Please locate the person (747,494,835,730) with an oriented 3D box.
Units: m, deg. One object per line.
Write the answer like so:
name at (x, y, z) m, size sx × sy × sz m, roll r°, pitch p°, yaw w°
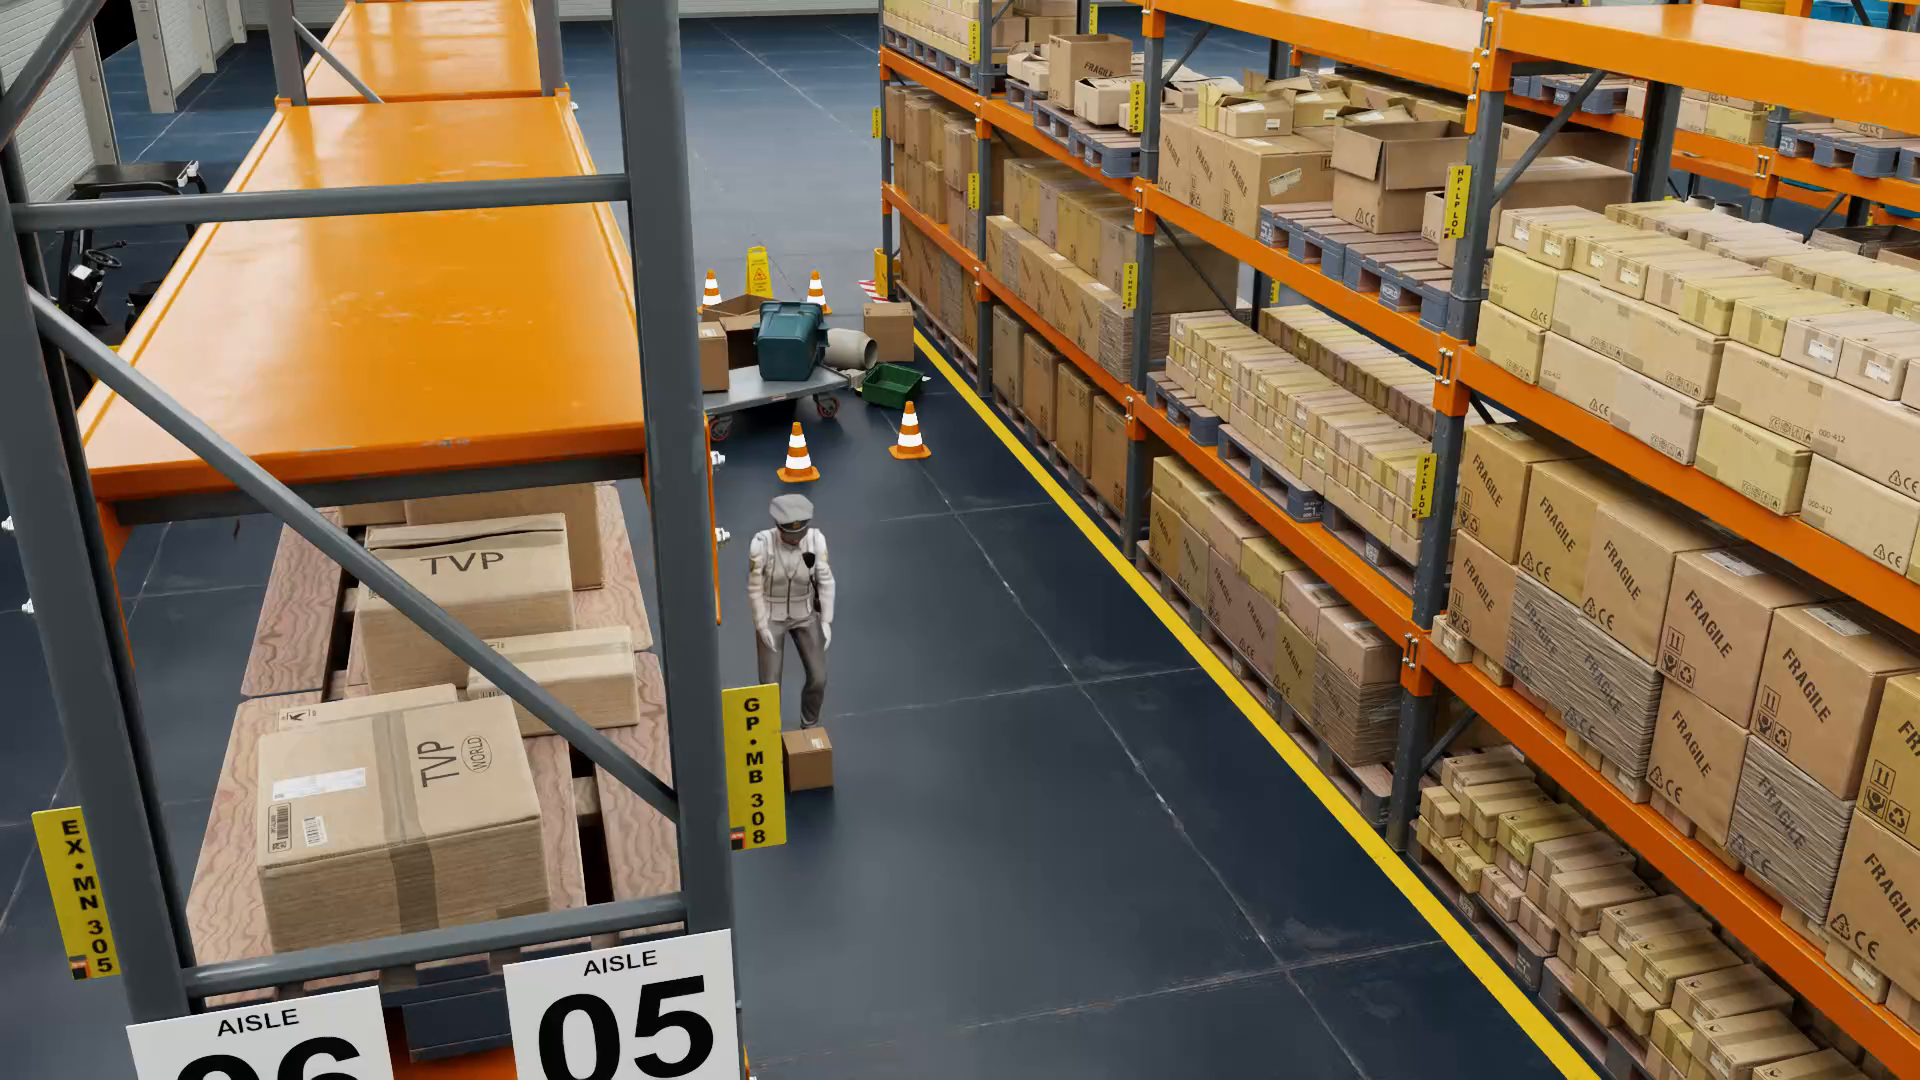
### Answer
person at (-0.964, 0.477, 9.614) m, size 0.508 × 1.603 × 0.485 m, roll -6°, pitch 24°, yaw -13°
